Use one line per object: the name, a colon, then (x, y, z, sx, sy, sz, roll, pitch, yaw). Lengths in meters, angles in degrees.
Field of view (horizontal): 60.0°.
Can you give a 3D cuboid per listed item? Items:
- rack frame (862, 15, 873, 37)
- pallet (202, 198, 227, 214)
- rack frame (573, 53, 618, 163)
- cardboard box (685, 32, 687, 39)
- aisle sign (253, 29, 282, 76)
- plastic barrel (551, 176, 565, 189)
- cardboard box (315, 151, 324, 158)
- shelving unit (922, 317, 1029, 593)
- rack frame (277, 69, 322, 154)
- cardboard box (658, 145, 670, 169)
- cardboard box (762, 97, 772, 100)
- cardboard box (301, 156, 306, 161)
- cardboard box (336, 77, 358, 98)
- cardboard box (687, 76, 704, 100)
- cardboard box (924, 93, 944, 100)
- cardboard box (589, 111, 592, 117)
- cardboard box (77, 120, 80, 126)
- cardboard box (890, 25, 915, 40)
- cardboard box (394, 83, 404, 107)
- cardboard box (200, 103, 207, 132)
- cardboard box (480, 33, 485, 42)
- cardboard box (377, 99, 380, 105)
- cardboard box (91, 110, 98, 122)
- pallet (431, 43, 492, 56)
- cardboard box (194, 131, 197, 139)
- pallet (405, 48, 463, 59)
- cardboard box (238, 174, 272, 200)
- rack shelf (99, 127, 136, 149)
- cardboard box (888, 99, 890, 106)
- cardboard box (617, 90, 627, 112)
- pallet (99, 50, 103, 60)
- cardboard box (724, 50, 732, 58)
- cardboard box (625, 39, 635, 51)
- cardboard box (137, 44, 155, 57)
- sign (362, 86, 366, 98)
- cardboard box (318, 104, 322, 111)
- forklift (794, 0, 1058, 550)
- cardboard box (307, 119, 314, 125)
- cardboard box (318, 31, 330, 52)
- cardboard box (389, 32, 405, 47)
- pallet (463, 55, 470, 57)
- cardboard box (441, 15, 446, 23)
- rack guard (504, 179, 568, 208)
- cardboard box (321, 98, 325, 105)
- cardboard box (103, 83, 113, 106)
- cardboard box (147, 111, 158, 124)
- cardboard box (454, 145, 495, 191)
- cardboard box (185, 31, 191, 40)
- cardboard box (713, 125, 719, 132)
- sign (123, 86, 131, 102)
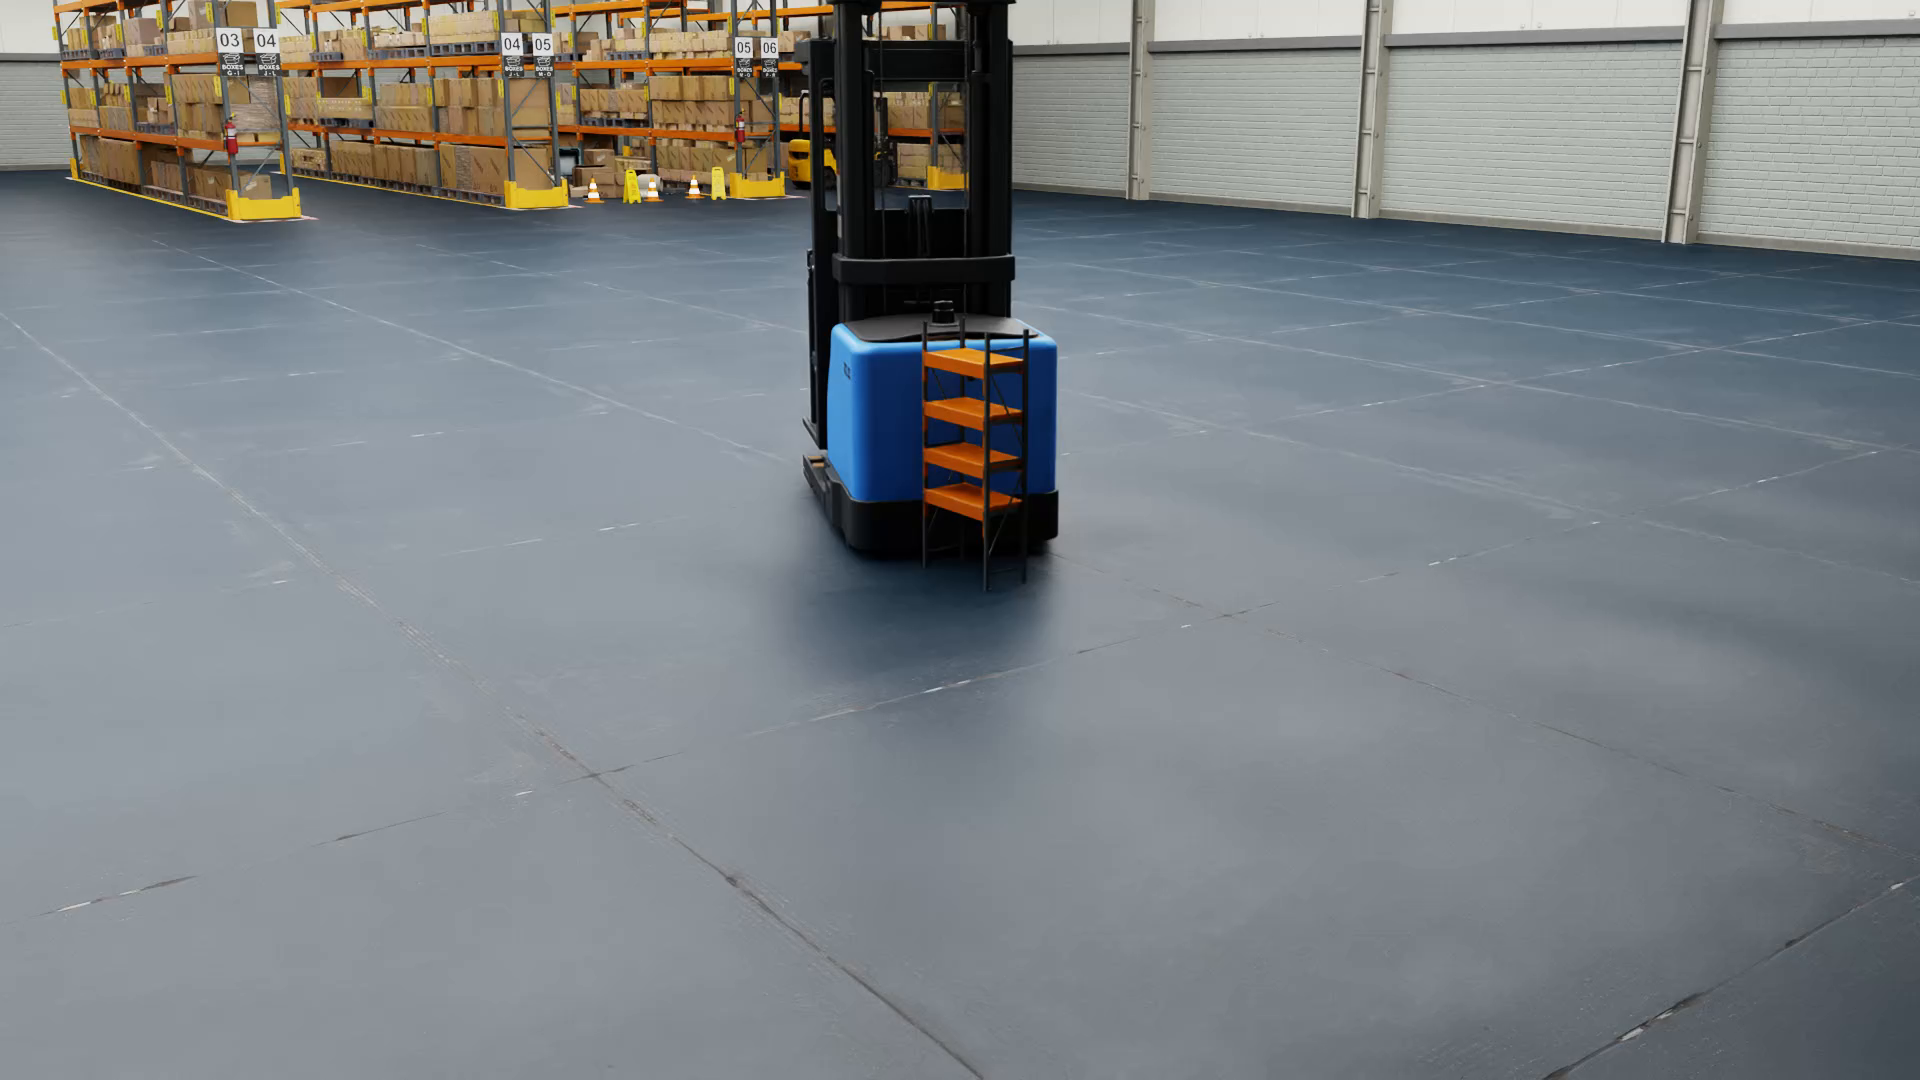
rack frame: (-2.550, -13.180, 39.686, 1.000, 3.000, 0.127, -11, 19, -35)
pallet: (-13.433, -6.234, 30.952, 1.003, 0.211, 1.213, -11, 19, -35)
rack frame: (-8.914, -10.370, 40.781, 1.000, 3.000, 0.127, -11, 19, -35)
cardboard box: (-5.660, -10.789, 35.595, 0.380, 0.149, 0.250, -10, 18, -33)
aisle sign: (-11.947, -8.410, 28.698, 0.394, 0.787, 0.004, -11, 19, -35)
plastic barrel: (-8.599, -7.479, 35.099, 0.512, 0.421, 0.421, 1, 15, 4)
cardboard box: (-15.965, -9.684, 41.755, 0.380, 0.149, 0.250, -11, 19, -35)
shelving unit: (0.067, -0.407, 7.791, 0.258, 1.200, 0.503, -11, 19, -35)
rack frame: (-17.563, -11.288, 44.136, 1.000, 3.000, 0.127, -11, 19, -35)
cardboard box: (-6.434, -8.586, 37.255, 0.500, 0.500, 0.500, -10, 18, -32)
cardboard box: (-4.952, -11.388, 43.084, 0.380, 0.149, 0.250, -10, 18, -33)
cardboard box: (-16.835, -9.888, 43.062, 0.380, 0.149, 0.250, -12, 19, -37)
cardboard box: (-15.279, -11.242, 41.321, 0.500, 0.500, 0.500, -10, 18, -33)
cardboard box: (-5.362, -9.613, 35.368, 0.700, 0.500, 0.500, -11, 19, -35)
cardboard box: (-0.579, -9.981, 37.379, 0.380, 0.149, 0.250, -11, 19, -34)
cardboard box: (-8.735, -10.287, 40.160, 0.380, 0.149, 0.250, -12, 20, -38)
cardboard box: (-21.087, -10.072, 40.171, 0.380, 0.149, 0.250, -11, 19, -36)
cardboard box: (-1.176, -11.469, 37.942, 0.700, 0.500, 0.500, -11, 19, -34)
cardboard box: (-12.001, -9.796, 36.601, 0.700, 0.500, 0.500, -11, 19, -35)
cardboard box: (-13.178, -7.638, 30.048, 0.875, 0.500, 0.500, -11, 19, -35)
cardboard box: (-8.924, -9.575, 31.686, 0.380, 0.149, 0.250, -11, 19, -34)
cardboard box: (-13.430, -10.243, 38.873, 0.380, 0.149, 0.250, -12, 19, -37)
cardboard box: (-19.754, -9.810, 38.458, 0.500, 0.250, 0.500, -11, 19, -36)
pallet: (-10.034, -9.953, 33.746, 1.003, 0.211, 1.213, -11, 19, -35)
cardboard box: (-13.940, -7.500, 30.774, 0.380, 0.149, 0.250, -11, 19, -35)
pallet: (-11.086, -10.268, 35.091, 0.805, 0.209, 1.217, -12, 19, -37)
cardboard box: (-12.580, -6.256, 29.691, 0.500, 0.500, 0.500, -7, 17, -24)
rack shelf: (-18.106, -8.911, 36.816, 1.077, 0.370, 4.000, -11, 19, -35)
cardboard box: (-1.476, -10.162, 38.603, 0.380, 0.149, 0.250, -11, 19, -35)
cardboard box: (-7.611, -10.189, 38.575, 0.500, 0.500, 0.500, -10, 18, -33)
pallet: (-18.703, -10.852, 37.223, 0.805, 0.209, 1.217, -12, 19, -37)
cardboard box: (-4.647, -10.020, 34.296, 0.380, 0.149, 0.250, -11, 19, -34)
cardboard box: (-7.316, -11.303, 38.000, 0.500, 0.250, 0.500, -11, 19, -34)
cardboard box: (-16.248, -9.848, 33.477, 0.500, 0.250, 0.500, -10, 18, -33)
sign: (-14.764, -11.079, 41.180, 0.100, 0.325, 0.005, -11, 19, -35)
cardboard box: (-15.351, -10.503, 40.386, 0.380, 0.149, 0.250, -11, 18, -34)
forklift: (-0.310, -1.710, 9.273, 1.130, 2.935, 3.031, -3, 16, -11)
cardboard box: (-16.232, -10.554, 41.930, 0.380, 0.149, 0.250, -12, 19, -37)
cardboard box: (-15.077, -12.033, 40.193, 0.700, 0.500, 0.500, -11, 19, -34)
cardboard box: (-12.015, -10.829, 35.961, 0.500, 0.311, 0.500, -11, 19, -36)
pallet: (-13.173, -13.325, 46.065, 1.003, 0.211, 1.213, -11, 19, -35)
cardboard box: (-10.119, -10.393, 33.167, 0.380, 0.149, 0.250, -11, 19, -35)
rack guard: (-8.141, -6.661, 31.965, 1.175, 0.500, 0.348, -11, 19, -35)
cardboard box: (-15.182, -10.588, 40.132, 0.380, 0.149, 0.250, -10, 18, -33)
cardboard box: (-18.900, -10.082, 37.642, 0.797, 0.503, 0.637, -11, 19, -36)
cardboard box: (-16.131, -8.568, 33.687, 0.500, 0.250, 0.500, -12, 19, -36)
cardboard box: (-9.661, -7.566, 33.768, 0.875, 0.875, 0.875, -11, 19, -34)
cardboard box: (-13.839, -9.154, 30.187, 0.380, 0.149, 0.250, -11, 19, -36)
cardboard box: (-4.976, -8.682, 35.090, 0.380, 0.149, 0.250, -11, 19, -35)
sign: (-17.377, -9.303, 34.691, 0.100, 0.325, 0.005, -11, 19, -35)
